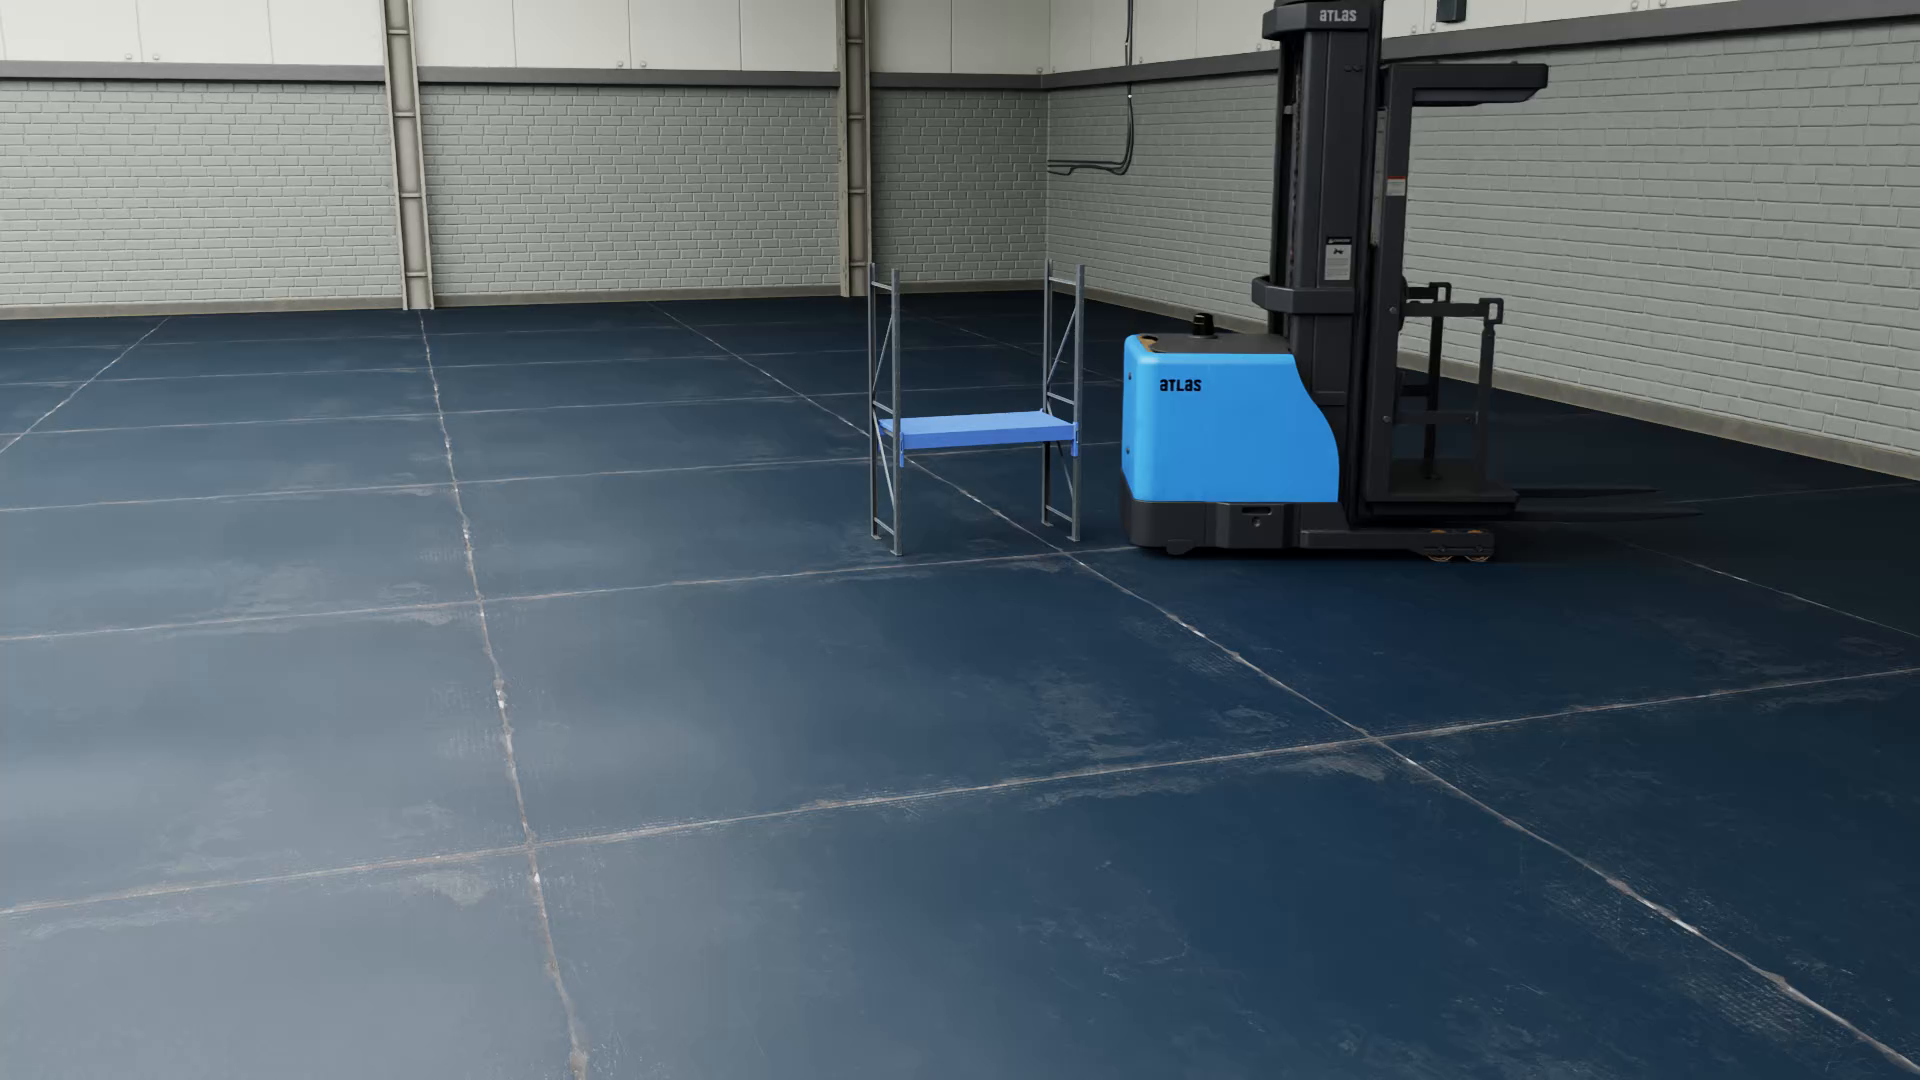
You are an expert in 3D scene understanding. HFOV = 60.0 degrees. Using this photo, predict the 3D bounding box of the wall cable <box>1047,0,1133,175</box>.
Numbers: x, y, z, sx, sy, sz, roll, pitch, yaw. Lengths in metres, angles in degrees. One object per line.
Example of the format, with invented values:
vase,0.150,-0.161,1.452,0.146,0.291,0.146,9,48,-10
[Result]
wall cable,1.725,-6.307,22.922,0.112,2.526,3.097,-4,14,-18

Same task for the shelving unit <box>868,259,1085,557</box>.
shelving unit,0.081,-0.736,8.996,1.048,1.500,0.538,-4,14,-18

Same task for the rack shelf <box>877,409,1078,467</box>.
rack shelf,0.081,-0.561,9.037,1.000,0.185,0.538,-4,14,-18

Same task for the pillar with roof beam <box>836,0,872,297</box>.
pillar with roof beam,-0.116,-6.946,18.898,0.400,9.000,9.100,-4,14,-18

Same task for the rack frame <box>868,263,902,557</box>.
rack frame,-0.401,-0.698,8.838,0.032,1.500,0.500,-4,14,-18

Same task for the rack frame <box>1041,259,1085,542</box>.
rack frame,0.563,-0.773,9.153,0.032,1.500,0.500,-4,14,-18

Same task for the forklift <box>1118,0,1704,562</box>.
forklift,2.422,-1.435,8.841,3.031,2.935,1.130,0,13,1

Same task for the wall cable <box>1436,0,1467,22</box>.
wall cable,4.737,-7.389,13.411,0.169,6.003,2.305,-4,14,-18

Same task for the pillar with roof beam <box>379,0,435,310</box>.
pillar with roof beam,-5.803,-6.503,17.037,0.400,9.000,9.100,-4,14,-18
